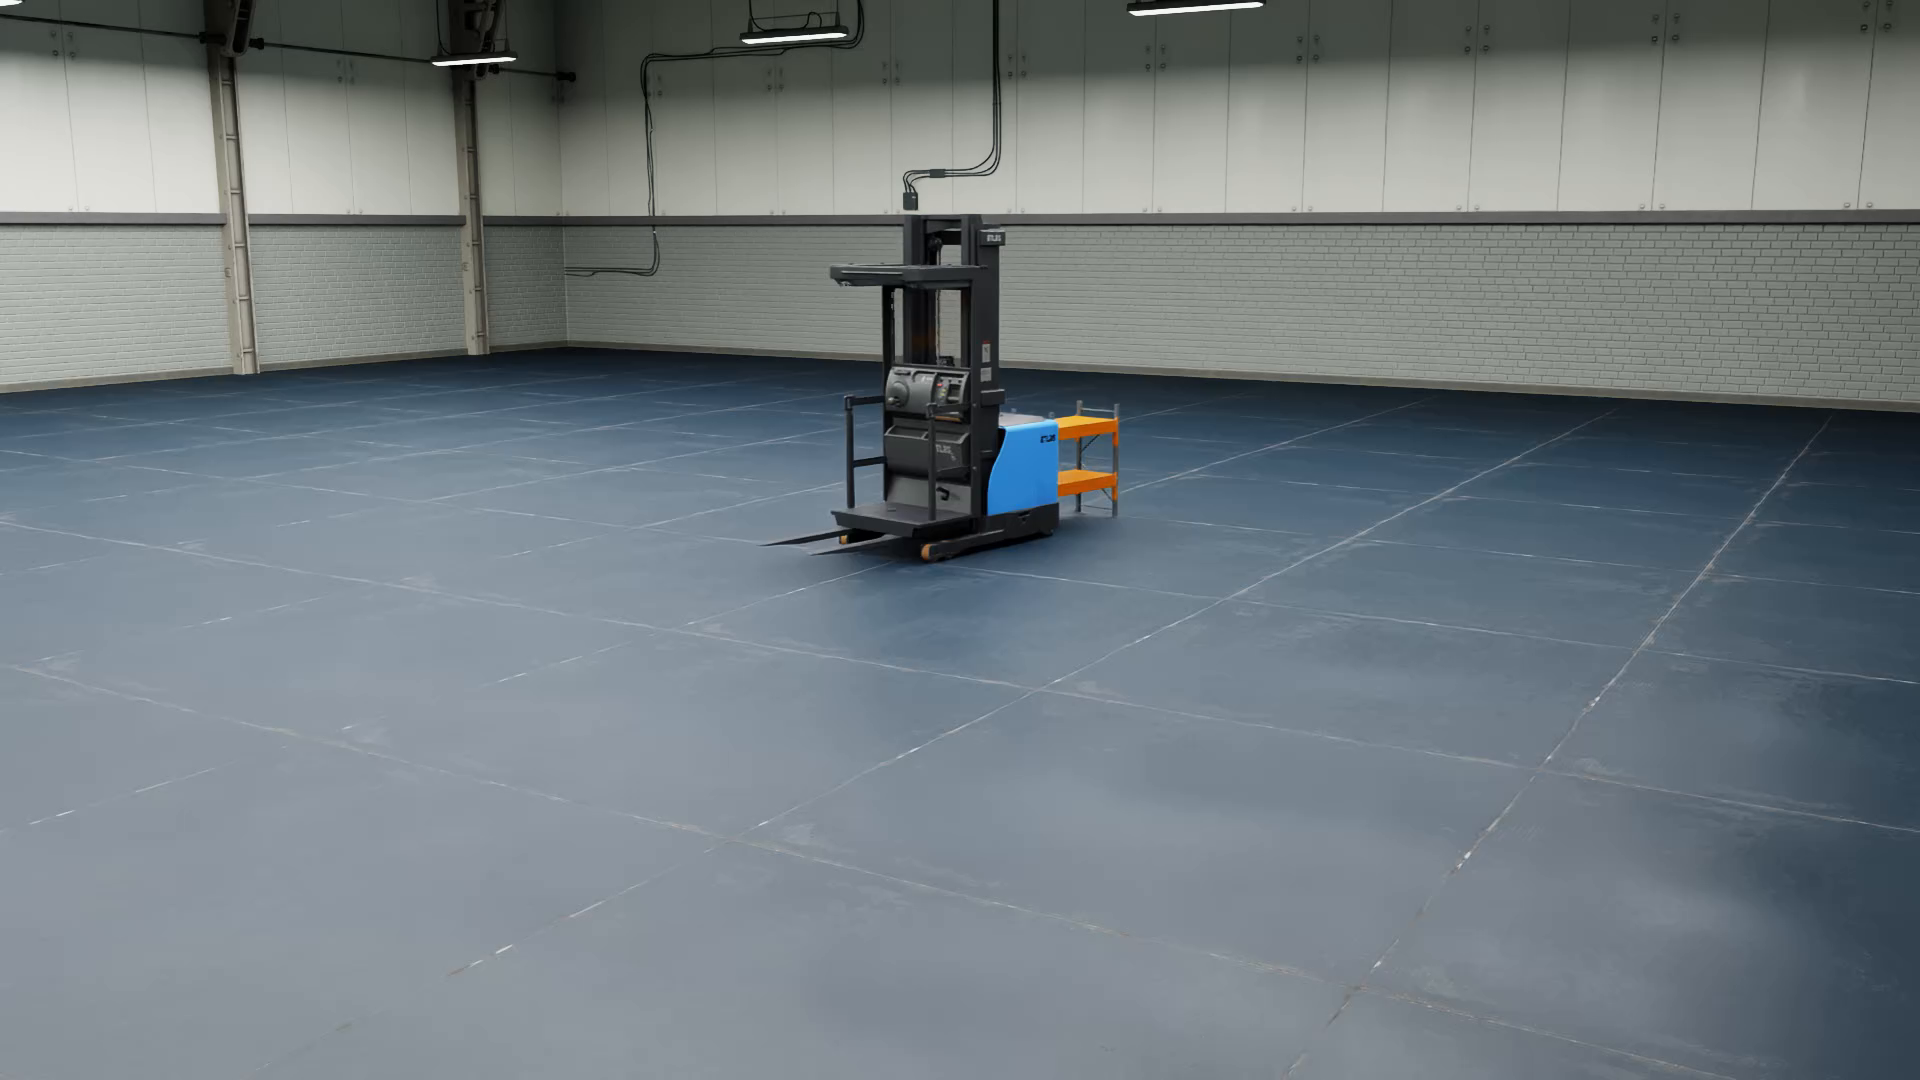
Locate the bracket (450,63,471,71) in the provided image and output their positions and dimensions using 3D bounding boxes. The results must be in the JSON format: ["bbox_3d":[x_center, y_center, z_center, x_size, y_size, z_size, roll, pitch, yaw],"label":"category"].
[{"bbox_3d":[-10.864,-10.319,36.134,0.235,0.232,0.430,6,12,31],"label":"bracket"}]

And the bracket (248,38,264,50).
[{"bbox_3d":[-13.548,-9.506,31.791,0.235,0.232,0.430,6,12,31],"label":"bracket"}]

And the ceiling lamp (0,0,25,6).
[{"bbox_3d":[-13.629,-9.024,23.135,2.000,3.185,0.800,6,12,31],"label":"ceiling lamp"}]

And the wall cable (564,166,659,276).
[{"bbox_3d":[-8.292,-7.460,39.081,3.097,2.526,0.112,6,12,31],"label":"wall cable"}]

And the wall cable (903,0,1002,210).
[{"bbox_3d":[-0.187,-9.748,33.625,2.305,6.003,0.169,6,12,31],"label":"wall cable"}]

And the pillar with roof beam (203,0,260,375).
[{"bbox_3d":[-10.388,-7.294,29.758,9.100,9.000,0.548,6,12,31],"label":"pillar with roof beam"}]

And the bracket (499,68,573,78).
[{"bbox_3d":[-9.509,-10.730,38.326,0.076,0.066,3.189,6,12,31],"label":"bracket"}]

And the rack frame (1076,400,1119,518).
[{"bbox_3d":[1.361,-0.805,16.492,0.500,1.125,0.032,9,14,41],"label":"rack frame"}]

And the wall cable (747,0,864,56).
[{"bbox_3d":[-3.335,-11.624,35.238,3.097,2.526,0.112,6,12,31],"label":"wall cable"}]

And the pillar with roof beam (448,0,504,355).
[{"bbox_3d":[-7.273,-8.238,34.799,9.100,9.000,0.548,6,12,31],"label":"pillar with roof beam"}]

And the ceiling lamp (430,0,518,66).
[{"bbox_3d":[-8.899,-10.457,30.788,2.000,3.185,0.800,6,12,31],"label":"ceiling lamp"}]

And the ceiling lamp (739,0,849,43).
[{"bbox_3d":[-2.583,-9.751,27.017,2.000,3.185,0.800,6,12,31],"label":"ceiling lamp"}]

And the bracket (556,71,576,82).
[{"bbox_3d":[-9.203,-10.823,38.823,0.235,0.232,0.430,6,12,31],"label":"bracket"}]

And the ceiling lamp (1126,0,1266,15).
[{"bbox_3d":[3.451,-9.076,23.414,2.000,3.185,0.800,6,12,31],"label":"ceiling lamp"}]

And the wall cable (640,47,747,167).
[{"bbox_3d":[-5.980,-9.684,37.236,3.097,2.526,0.112,6,12,31],"label":"wall cable"}]

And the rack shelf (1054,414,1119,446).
[{"bbox_3d":[1.023,-1.023,16.065,0.538,0.278,1.000,9,14,41],"label":"rack shelf"}]

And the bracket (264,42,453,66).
[{"bbox_3d":[-12.202,-9.914,33.970,0.076,0.066,4.783,6,12,31],"label":"bracket"}]

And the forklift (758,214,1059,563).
[{"bbox_3d":[-0.431,-1.352,14.506,1.130,2.935,3.031,9,14,41],"label":"forklift"}]

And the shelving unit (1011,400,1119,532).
[{"bbox_3d":[1.023,-0.735,16.119,0.538,1.125,1.048,9,14,41],"label":"shelving unit"}]

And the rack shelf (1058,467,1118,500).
[{"bbox_3d":[1.023,-0.495,16.164,0.538,0.278,1.000,9,14,41],"label":"rack shelf"}]

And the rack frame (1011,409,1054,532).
[{"bbox_3d":[0.684,-0.665,15.746,0.500,1.125,0.032,9,14,41],"label":"rack frame"}]

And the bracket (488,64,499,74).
[{"bbox_3d":[-10.433,-10.450,36.832,0.235,0.232,0.430,6,12,31],"label":"bracket"}]

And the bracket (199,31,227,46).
[{"bbox_3d":[-13.979,-9.376,31.094,0.235,0.232,0.430,6,12,31],"label":"bracket"}]

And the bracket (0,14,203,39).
[{"bbox_3d":[-15.317,-8.970,28.930,0.076,0.066,4.783,6,12,31],"label":"bracket"}]
